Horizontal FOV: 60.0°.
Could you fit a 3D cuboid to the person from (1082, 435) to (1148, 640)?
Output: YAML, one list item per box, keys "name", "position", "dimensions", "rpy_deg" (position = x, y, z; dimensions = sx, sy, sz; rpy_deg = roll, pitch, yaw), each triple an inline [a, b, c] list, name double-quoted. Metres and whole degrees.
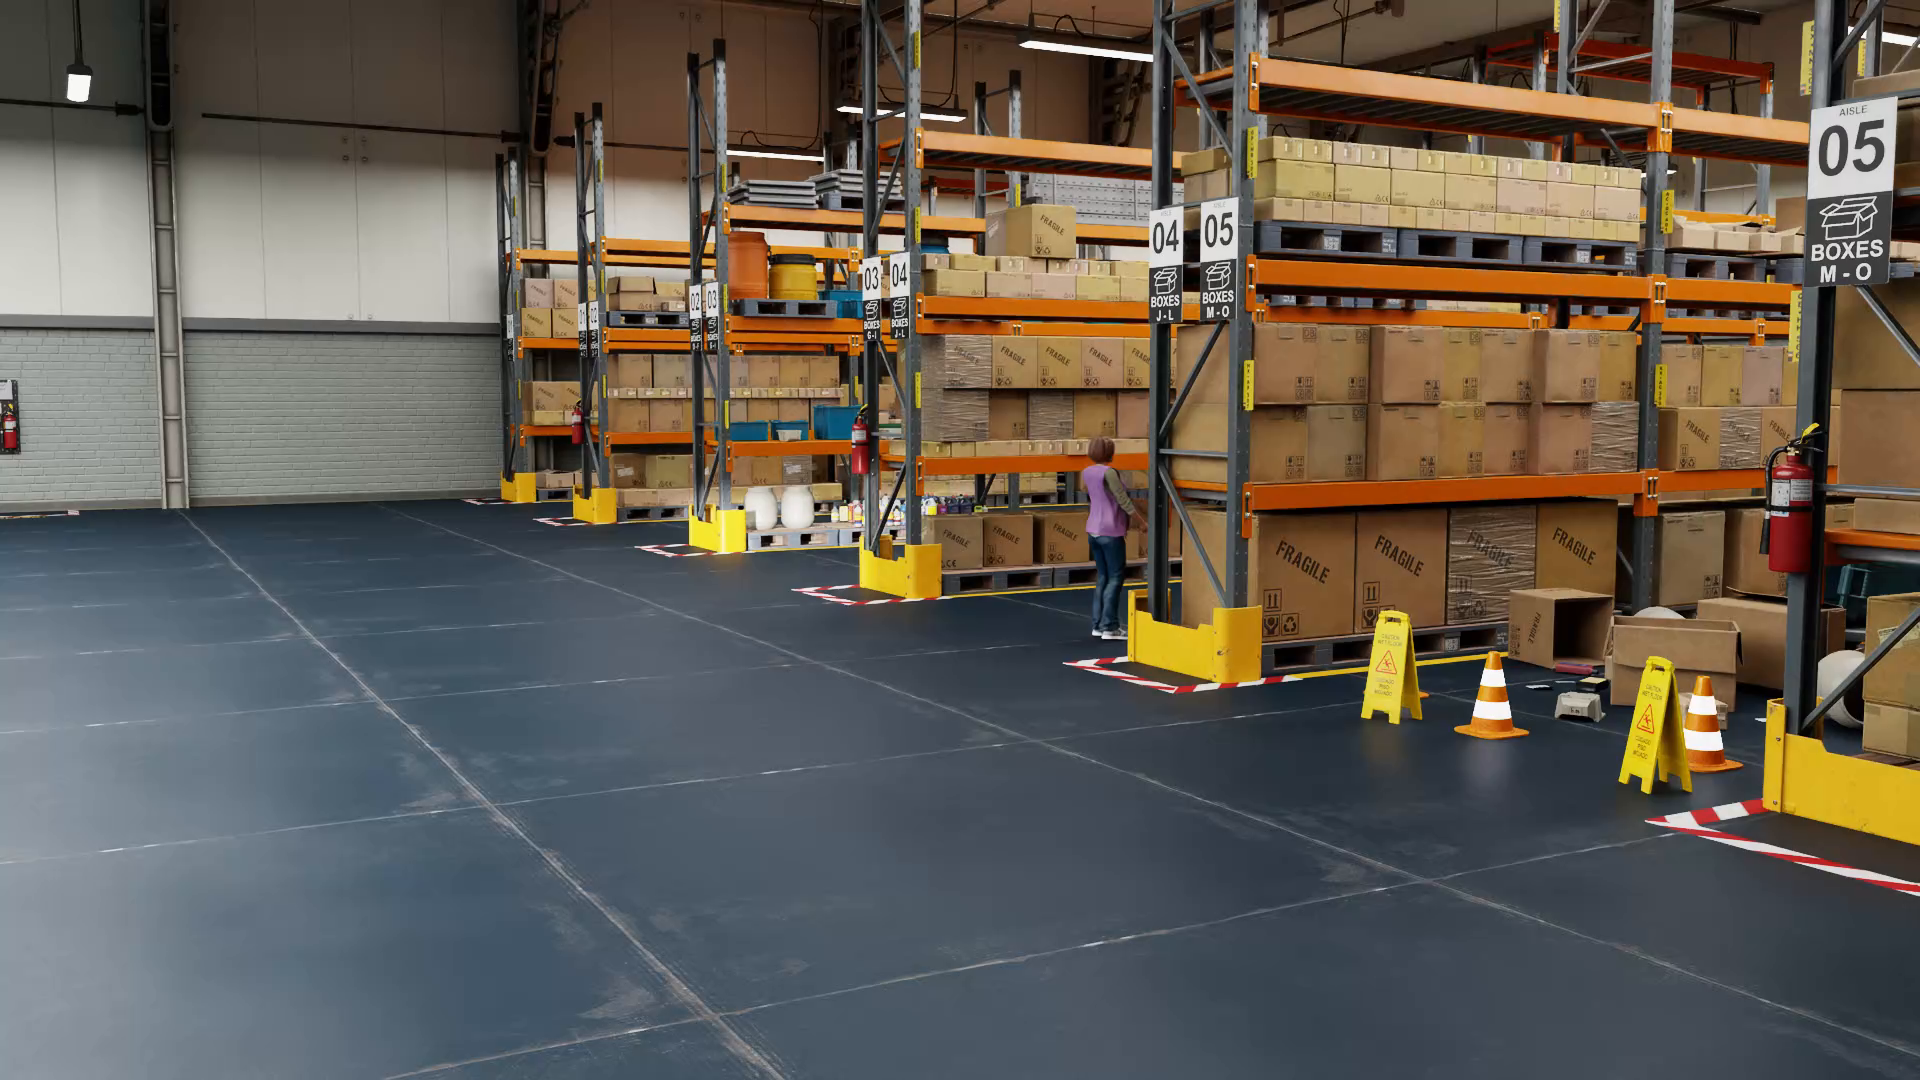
- name: "person"
  position: [1.226, -0.024, 13.016]
  dimensions: [0.495, 1.591, 0.404]
  rpy_deg: [-3, 6, -27]
